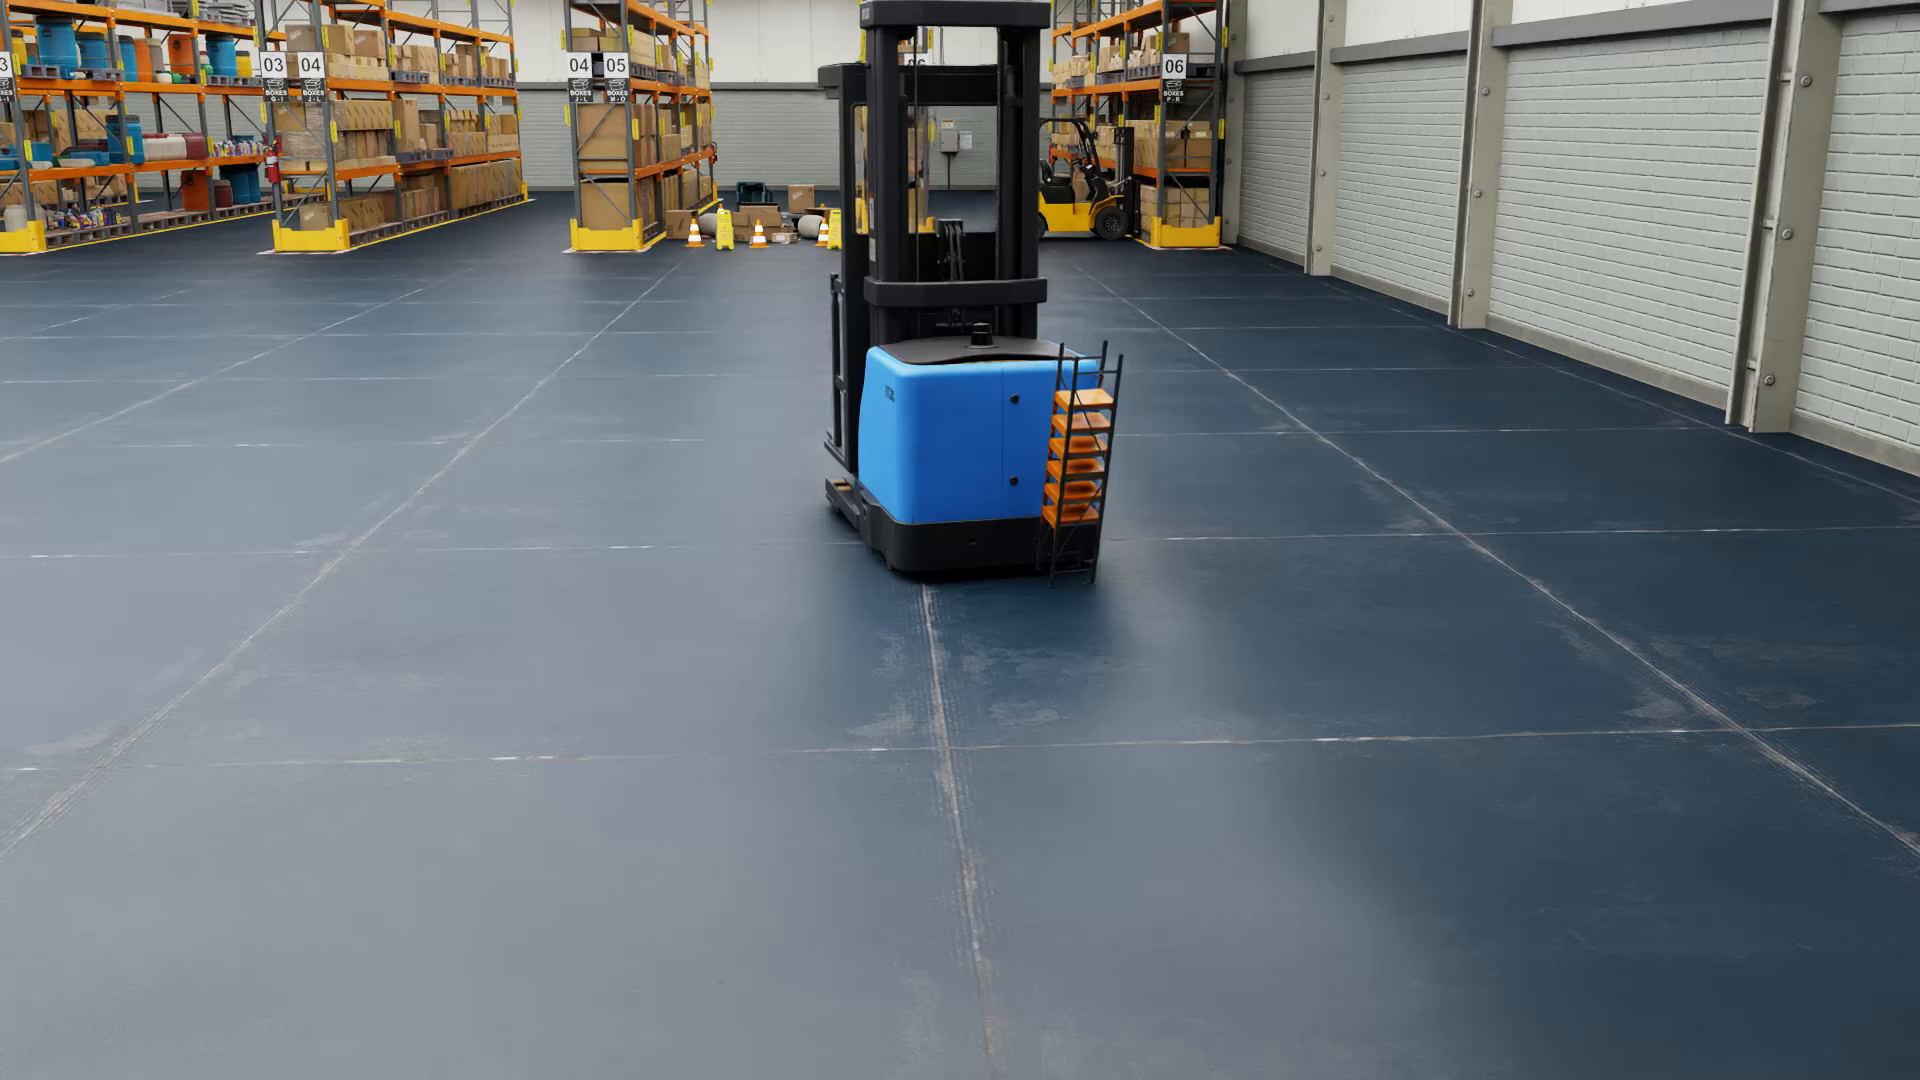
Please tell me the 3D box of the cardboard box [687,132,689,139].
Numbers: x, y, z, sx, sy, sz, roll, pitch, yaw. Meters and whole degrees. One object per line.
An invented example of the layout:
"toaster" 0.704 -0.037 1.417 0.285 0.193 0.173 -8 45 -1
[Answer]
"cardboard box" -6.447 -9.312 38.264 0.380 0.149 0.250 -1 14 -5

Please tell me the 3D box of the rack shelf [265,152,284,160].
"rack shelf" -16.744 -9.399 40.979 1.077 0.370 4.000 -1 14 -3

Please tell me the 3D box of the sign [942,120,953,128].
"sign" -0.369 -12.323 49.242 0.339 0.242 0.001 -1 14 -3

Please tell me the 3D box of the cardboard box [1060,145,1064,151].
"cardboard box" 2.734 -9.957 42.211 0.380 0.149 0.250 -1 14 -2

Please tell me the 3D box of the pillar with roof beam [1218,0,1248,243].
"pillar with roof beam" 0.471 -9.598 28.271 9.100 9.000 0.400 -1 14 -3

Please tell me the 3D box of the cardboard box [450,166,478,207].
"cardboard box" -11.499 -7.899 37.130 1.225 0.875 0.875 -1 14 -3

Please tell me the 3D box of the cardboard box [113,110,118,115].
"cardboard box" -21.510 -10.595 41.978 0.500 0.500 0.500 -1 14 -4

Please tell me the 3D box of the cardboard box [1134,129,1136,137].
"cardboard box" 3.438 -7.590 31.002 0.380 0.149 0.250 -1 14 -4

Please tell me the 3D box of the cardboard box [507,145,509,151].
"cardboard box" -11.493 -9.797 41.589 0.380 0.149 0.250 -1 14 -3

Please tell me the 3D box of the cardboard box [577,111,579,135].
"cardboard box" -6.087 -7.217 28.588 0.875 0.550 0.550 -1 14 -3

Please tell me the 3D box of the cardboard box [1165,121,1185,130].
"cardboard box" 3.679 -7.165 28.753 0.380 0.149 0.250 -1 14 -3

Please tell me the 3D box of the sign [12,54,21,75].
"sign" -15.328 -7.730 27.011 0.100 0.325 0.005 -1 14 -3

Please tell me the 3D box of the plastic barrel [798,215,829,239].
"plastic barrel" -2.682 -5.737 30.475 0.512 0.421 0.421 10 18 35

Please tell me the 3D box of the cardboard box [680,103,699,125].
"cardboard box" -6.505 -10.170 39.730 0.500 0.500 0.500 -1 14 -2

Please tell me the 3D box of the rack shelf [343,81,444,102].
"rack shelf" -11.305 -8.938 33.170 1.077 0.370 4.000 -1 14 -3

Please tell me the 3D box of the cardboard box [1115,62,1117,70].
"cardboard box" 3.292 -9.419 33.054 0.380 0.149 0.250 -1 14 -4

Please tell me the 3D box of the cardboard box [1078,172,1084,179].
"cardboard box" 3.019 -8.703 39.702 0.380 0.149 0.250 -1 14 -5

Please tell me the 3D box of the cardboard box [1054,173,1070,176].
"cardboard box" 2.863 -9.392 43.678 0.797 0.503 0.637 -1 15 -6

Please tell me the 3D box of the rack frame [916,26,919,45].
"rack frame" -1.290 -10.395 31.368 1.000 3.000 0.127 -1 14 -3

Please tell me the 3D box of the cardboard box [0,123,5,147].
"cardboard box" -21.334 -8.816 36.229 0.700 0.500 0.500 2 15 7

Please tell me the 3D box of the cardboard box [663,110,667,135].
"cardboard box" -6.388 -8.550 34.031 0.700 0.500 0.500 -1 14 -4

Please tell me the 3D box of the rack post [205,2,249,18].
"rack post" -16.599 -11.908 37.402 0.937 0.300 0.954 -1 14 -4

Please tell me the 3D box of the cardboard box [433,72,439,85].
"cardboard box" -11.155 -9.597 34.587 0.500 0.250 0.500 -1 14 -3

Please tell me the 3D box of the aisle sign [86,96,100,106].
"aisle sign" -22.110 -11.440 42.253 0.394 0.787 0.004 -1 14 -3

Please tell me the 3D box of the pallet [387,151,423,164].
"pallet" -11.083 -7.436 32.292 1.003 0.211 1.213 -1 14 -3

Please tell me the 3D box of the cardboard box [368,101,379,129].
"cardboard box" -10.816 -7.657 29.961 0.500 0.500 0.500 -1 14 -3

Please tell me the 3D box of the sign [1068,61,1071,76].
"sign" 2.627 -11.249 39.671 0.100 0.325 0.005 -1 14 -3

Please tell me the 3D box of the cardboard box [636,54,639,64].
"cardboard box" -5.726 -8.255 28.531 0.380 0.149 0.250 -1 14 -3

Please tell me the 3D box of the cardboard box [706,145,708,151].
"cardboard box" -6.618 -9.986 42.323 0.380 0.149 0.250 0 14 -2

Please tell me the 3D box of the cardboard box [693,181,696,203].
"cardboard box" -6.391 -8.063 38.516 0.500 0.500 0.500 -1 14 -5

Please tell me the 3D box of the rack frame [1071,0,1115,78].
"rack frame" 3.168 -12.462 39.402 1.000 3.000 0.127 -1 14 -3

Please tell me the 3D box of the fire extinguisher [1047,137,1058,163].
"fire extinguisher" 2.450 -10.363 44.186 0.296 0.674 0.183 -1 14 -3

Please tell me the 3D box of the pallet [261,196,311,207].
"pallet" -16.783 -8.386 41.194 1.003 0.211 1.213 -1 14 -3

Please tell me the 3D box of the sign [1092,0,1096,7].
"sign" 3.475 -13.989 43.146 0.100 0.325 0.005 -1 14 -3

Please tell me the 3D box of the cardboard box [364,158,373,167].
"cardboard box" -10.796 -6.793 29.911 0.380 0.149 0.250 -1 14 -3

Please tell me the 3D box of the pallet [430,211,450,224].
"pallet" -11.382 -6.786 34.979 1.003 0.211 1.213 -1 14 -3

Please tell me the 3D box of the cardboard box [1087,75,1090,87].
"cardboard box" 3.110 -10.191 36.895 0.500 0.250 0.500 -1 14 -3

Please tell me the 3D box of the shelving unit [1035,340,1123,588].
"shelving unit" 0.563 -0.351 7.957 0.258 1.200 0.189 -5 28 -18

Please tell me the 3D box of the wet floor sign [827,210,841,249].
"wet floor sign" -2.099 -5.291 28.294 0.267 0.644 0.232 4 15 16

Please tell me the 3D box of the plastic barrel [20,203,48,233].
"plastic barrel" -16.025 -5.551 28.731 0.421 0.512 0.421 0 14 0

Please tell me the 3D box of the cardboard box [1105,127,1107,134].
"cardboard box" 3.232 -8.520 34.617 0.380 0.149 0.250 -1 14 -2

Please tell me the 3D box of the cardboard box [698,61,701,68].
"cardboard box" -6.530 -11.596 40.555 0.380 0.149 0.250 0 14 -1

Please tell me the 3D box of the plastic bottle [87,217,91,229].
"plastic bottle" -15.712 -5.714 29.946 0.097 0.201 0.097 0 14 0

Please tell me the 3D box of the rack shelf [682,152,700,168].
"rack shelf" -6.596 -8.532 37.610 1.077 0.370 4.000 -1 14 -3

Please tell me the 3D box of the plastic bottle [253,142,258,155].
"plastic bottle" -16.251 -9.006 38.257 0.152 0.276 0.135 -1 14 -3

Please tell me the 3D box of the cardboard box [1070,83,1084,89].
"cardboard box" 2.851 -10.972 40.137 0.380 0.149 0.250 -1 14 -4

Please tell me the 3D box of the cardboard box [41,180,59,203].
"cardboard box" -21.248 -8.058 38.459 0.500 0.500 0.500 -1 14 -4

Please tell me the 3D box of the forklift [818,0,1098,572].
"forklift" -0.167 -1.587 9.313 1.130 2.935 3.031 -4 15 -14

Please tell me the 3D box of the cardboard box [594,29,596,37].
"cardboard box" -6.366 -8.566 28.142 0.380 0.149 0.250 -1 14 -3

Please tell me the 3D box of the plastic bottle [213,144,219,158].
"plastic bottle" -16.052 -8.393 35.862 0.061 0.283 0.133 -1 14 -3

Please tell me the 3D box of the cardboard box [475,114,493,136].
"cardboard box" -11.451 -9.884 39.620 0.500 0.500 0.500 -1 14 -3

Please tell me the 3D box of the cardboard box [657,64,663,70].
"cardboard box" -6.052 -9.323 32.683 0.380 0.149 0.250 -1 14 -3

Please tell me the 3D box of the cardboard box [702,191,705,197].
"cardboard box" -6.543 -8.618 41.379 0.380 0.149 0.250 -1 14 -5
